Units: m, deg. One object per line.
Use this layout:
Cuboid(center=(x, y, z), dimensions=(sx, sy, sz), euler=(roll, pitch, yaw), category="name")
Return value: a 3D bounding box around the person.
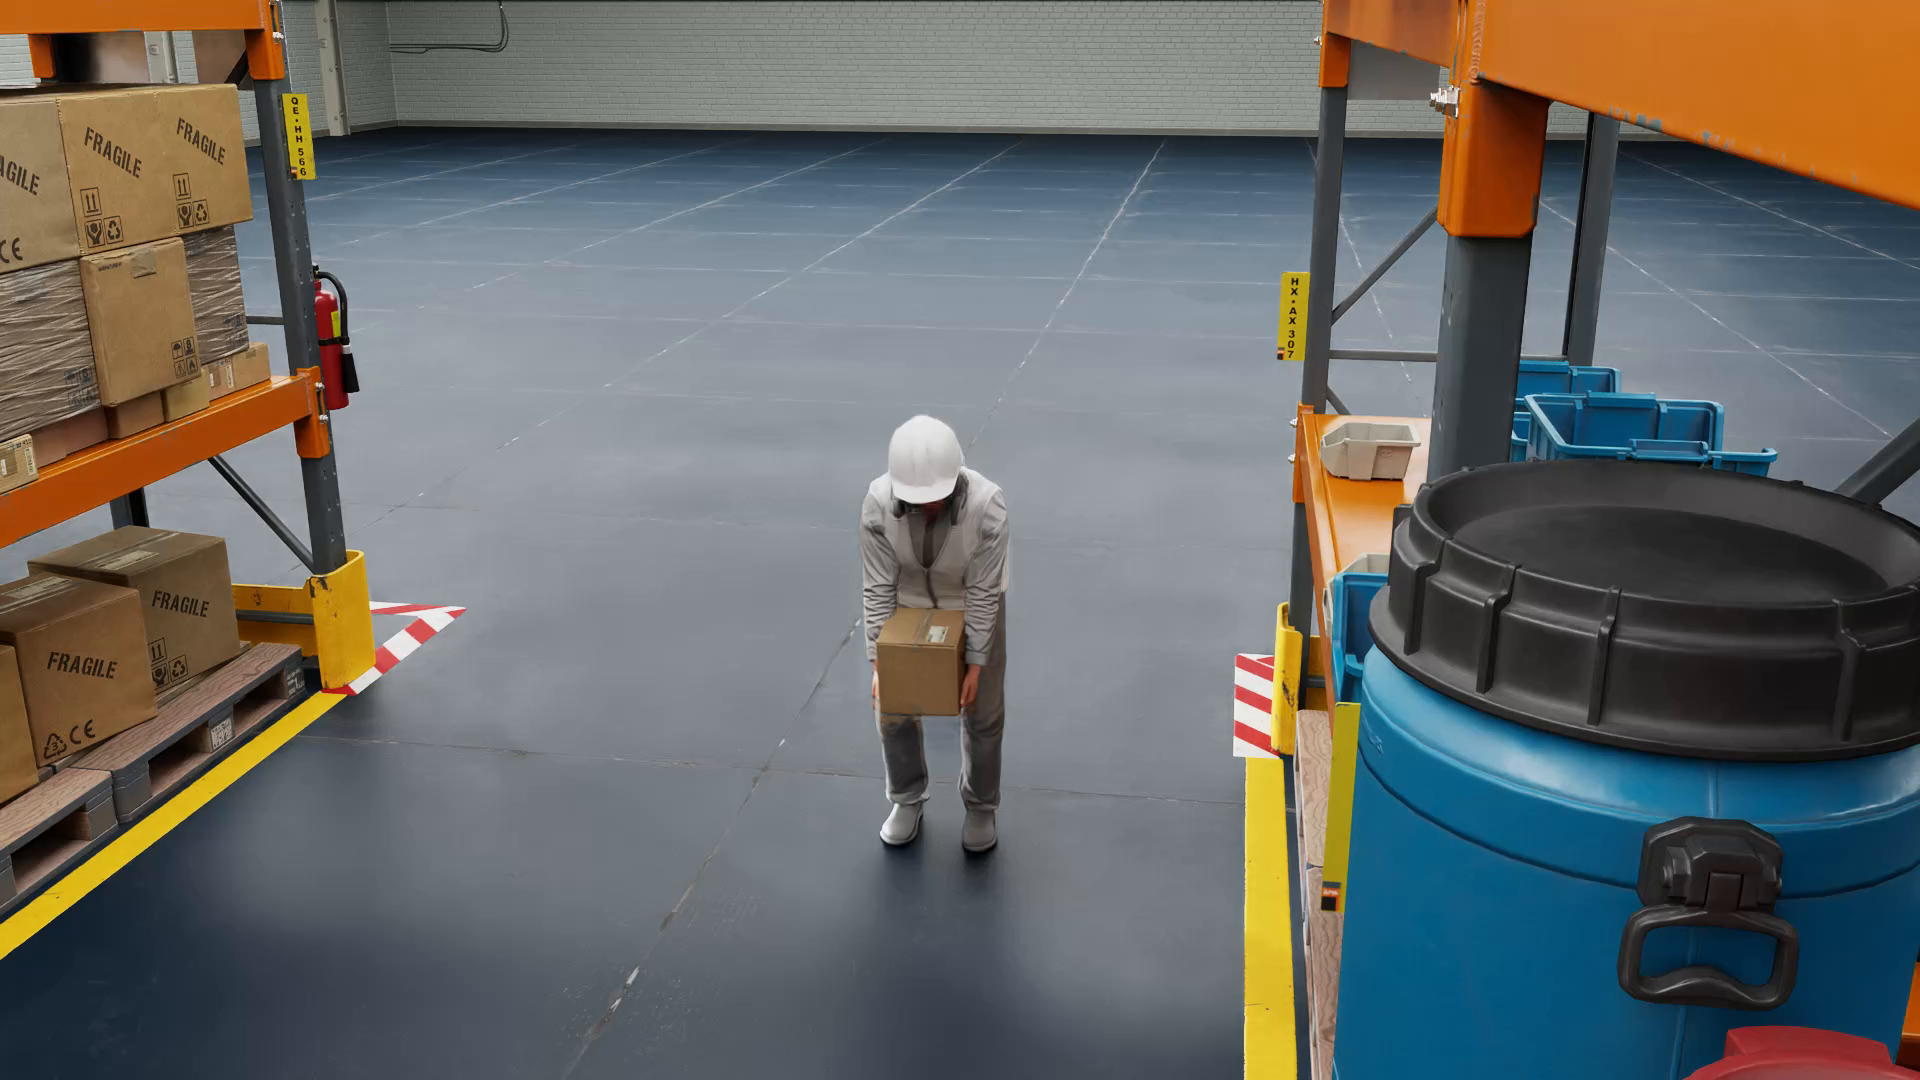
Cuboid(center=(-0.074, 0.308, 5.373), dimensions=(0.473, 1.579, 0.803), euler=(2, 18, 8), category="person")
